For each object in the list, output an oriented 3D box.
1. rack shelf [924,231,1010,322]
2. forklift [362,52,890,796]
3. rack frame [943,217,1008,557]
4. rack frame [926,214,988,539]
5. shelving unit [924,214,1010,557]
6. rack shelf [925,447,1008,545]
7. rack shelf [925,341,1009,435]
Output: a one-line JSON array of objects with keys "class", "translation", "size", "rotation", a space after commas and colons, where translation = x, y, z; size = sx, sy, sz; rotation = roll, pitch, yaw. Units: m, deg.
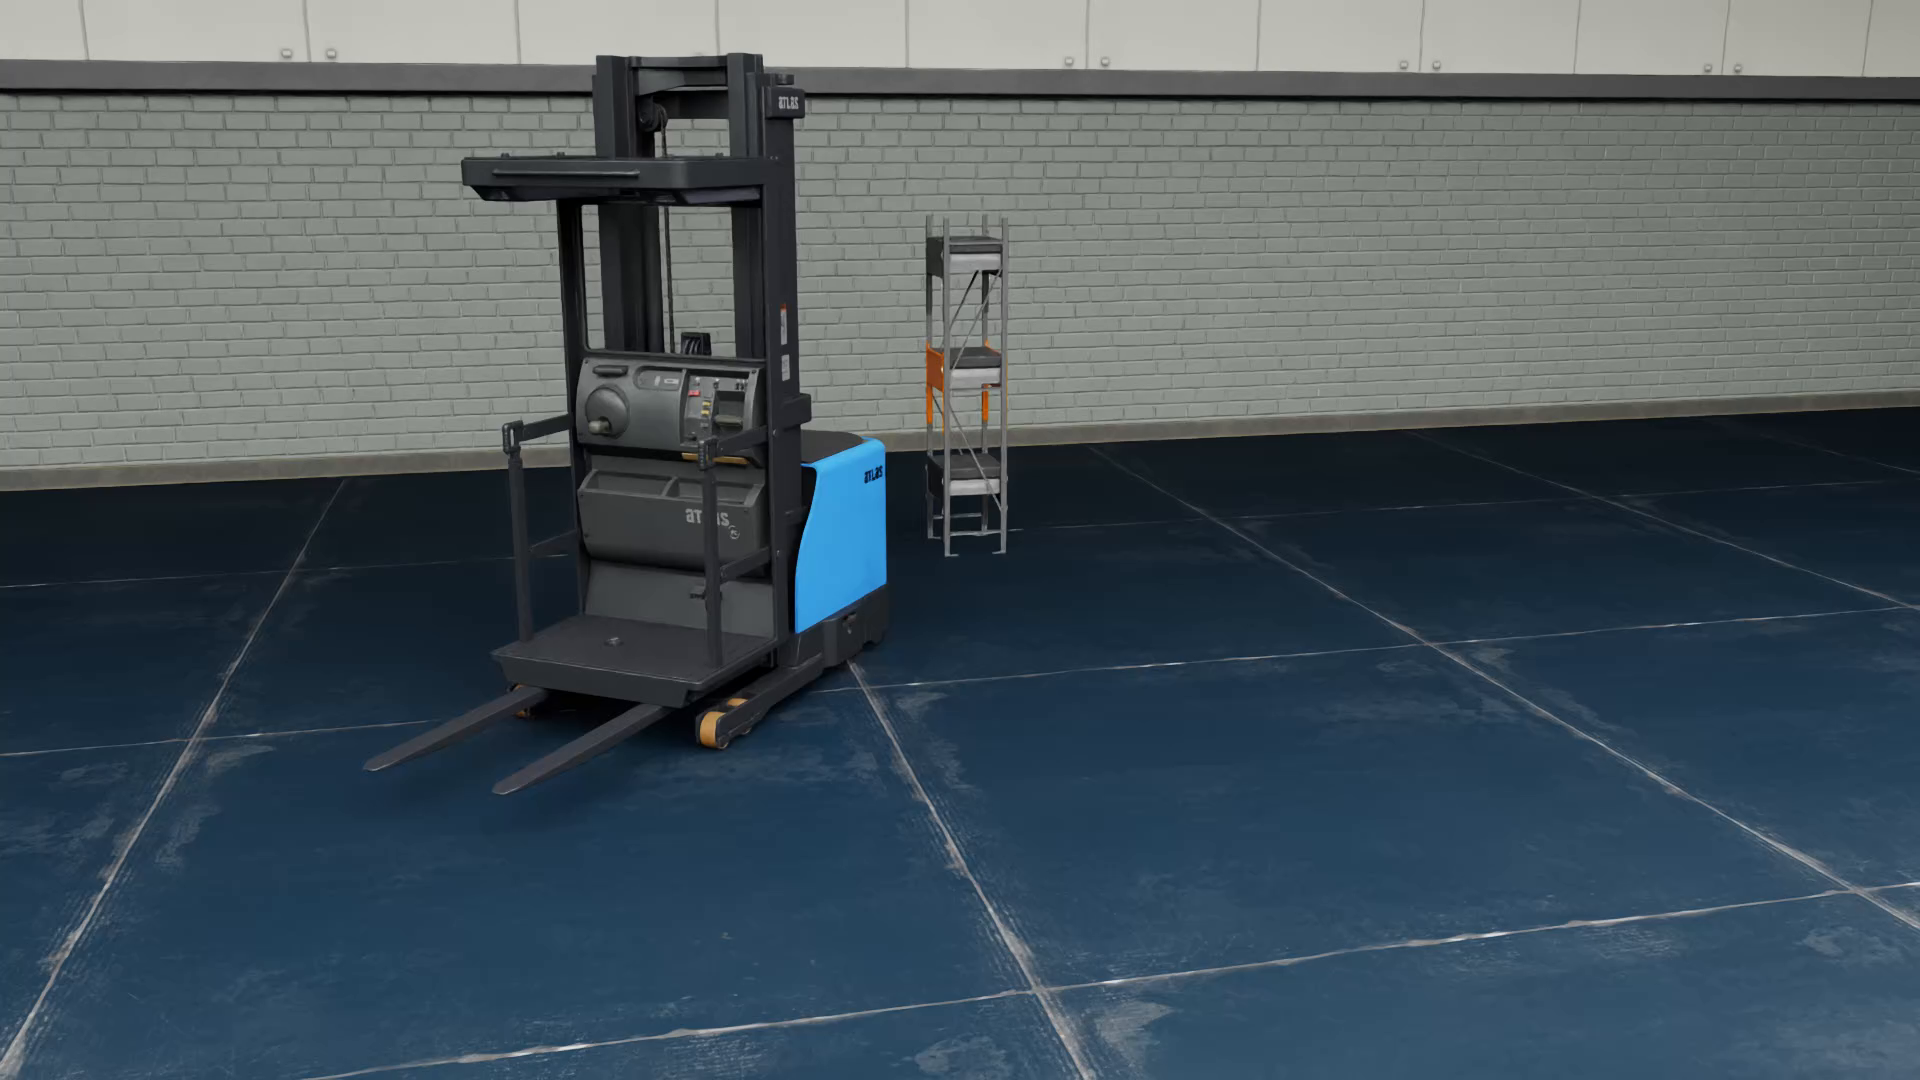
[{"class": "rack shelf", "translation": [0.039, -1.649, 10.359], "size": [0.431, 0.518, 0.480], "rotation": [-3, 14, -13]}, {"class": "forklift", "translation": [-1.407, -0.629, 7.328], "size": [1.130, 2.935, 3.031], "rotation": [6, 15, 22]}, {"class": "rack frame", "translation": [0.096, -0.926, 10.291], "size": [0.400, 2.100, 0.015], "rotation": [-3, 14, -13]}, {"class": "rack frame", "translation": [-0.018, -1.038, 10.752], "size": [0.400, 2.100, 0.015], "rotation": [-3, 14, -13]}, {"class": "shelving unit", "translation": [0.039, -0.982, 10.522], "size": [0.431, 2.100, 0.503], "rotation": [-3, 14, -13]}, {"class": "rack shelf", "translation": [0.039, -0.289, 10.691], "size": [0.431, 0.518, 0.480], "rotation": [-3, 14, -13]}, {"class": "rack shelf", "translation": [0.039, -0.969, 10.525], "size": [0.431, 0.518, 0.480], "rotation": [-3, 14, -13]}]
